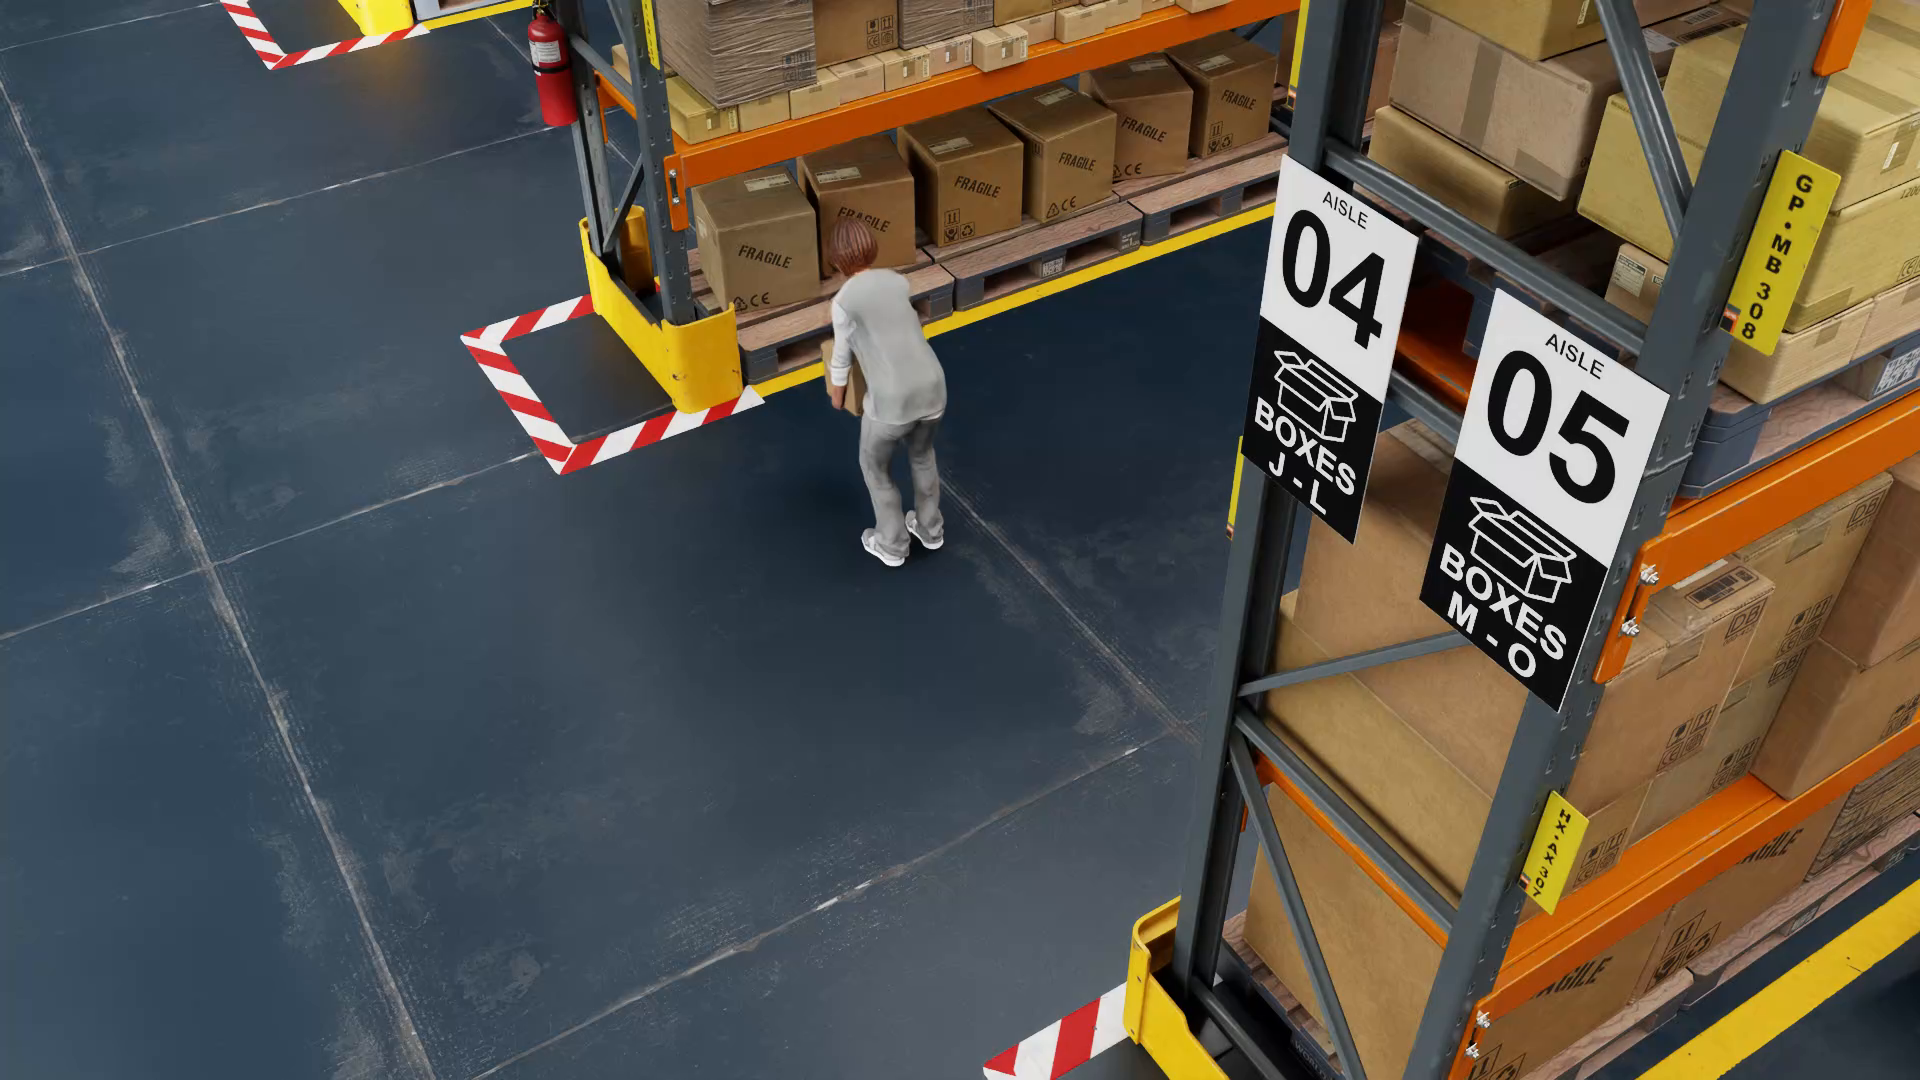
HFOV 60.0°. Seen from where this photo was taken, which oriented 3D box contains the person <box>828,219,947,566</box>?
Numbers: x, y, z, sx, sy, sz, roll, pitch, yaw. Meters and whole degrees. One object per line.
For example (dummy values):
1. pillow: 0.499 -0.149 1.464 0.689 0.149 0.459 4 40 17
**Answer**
1. person: -0.314 -0.596 6.942 0.376 1.473 0.636 -24 47 -24
